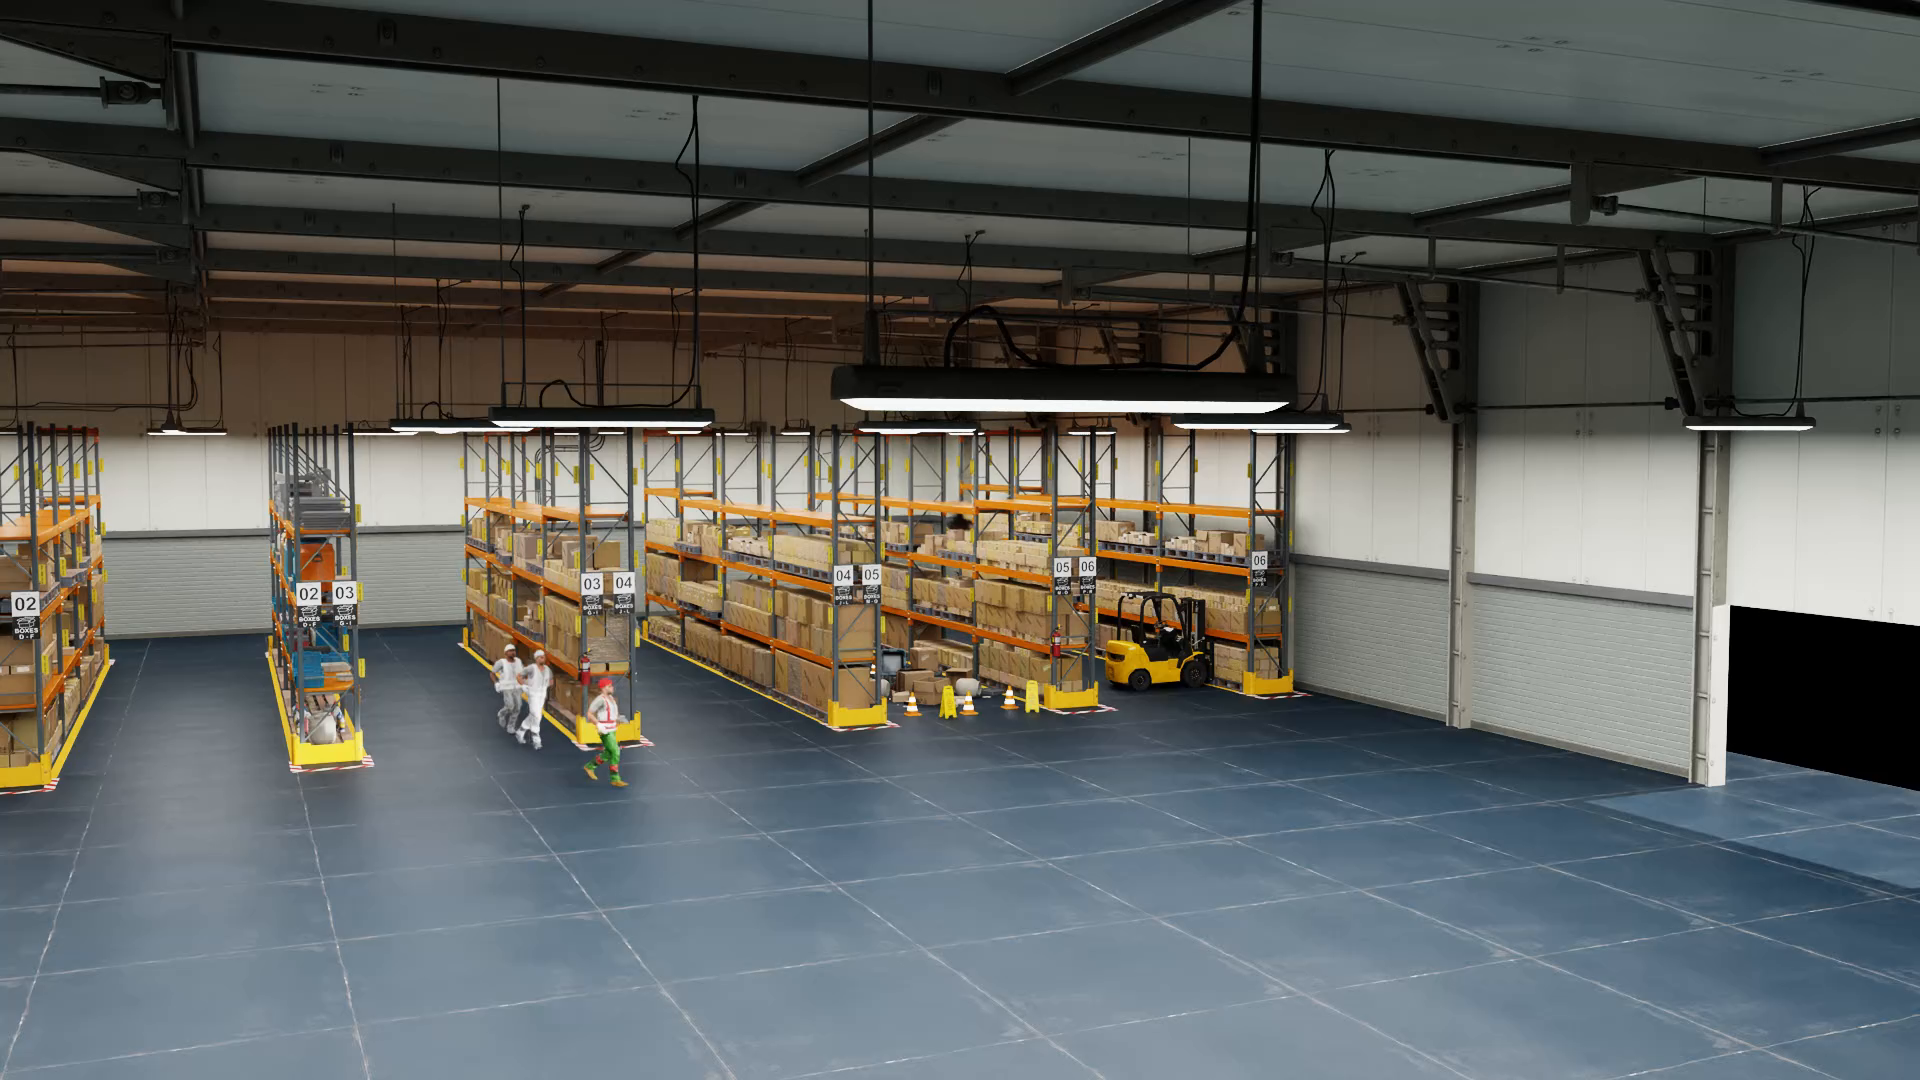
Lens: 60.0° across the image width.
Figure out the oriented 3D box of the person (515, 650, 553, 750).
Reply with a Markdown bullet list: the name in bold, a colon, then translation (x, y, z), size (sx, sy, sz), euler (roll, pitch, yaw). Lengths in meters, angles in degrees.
- **person**: translation (-7.898, 2.958, 30.993), size (0.823, 1.831, 0.657), euler (2, 4, 33)

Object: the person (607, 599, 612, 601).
- **person**: translation (-10.244, 1.930, 47.911), size (0.773, 1.716, 0.964), euler (2, 4, 34)

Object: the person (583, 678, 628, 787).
- **person**: translation (-5.855, 3.156, 27.363), size (0.828, 1.778, 0.677), euler (1, 4, 11)

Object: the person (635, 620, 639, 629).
- **person**: translation (-9.748, 1.907, 48.667), size (0.956, 1.633, 0.624), euler (-3, 5, -43)

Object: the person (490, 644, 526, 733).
- **person**: translation (-8.698, 2.885, 32.229), size (0.684, 1.732, 0.594), euler (-3, 5, -41)
